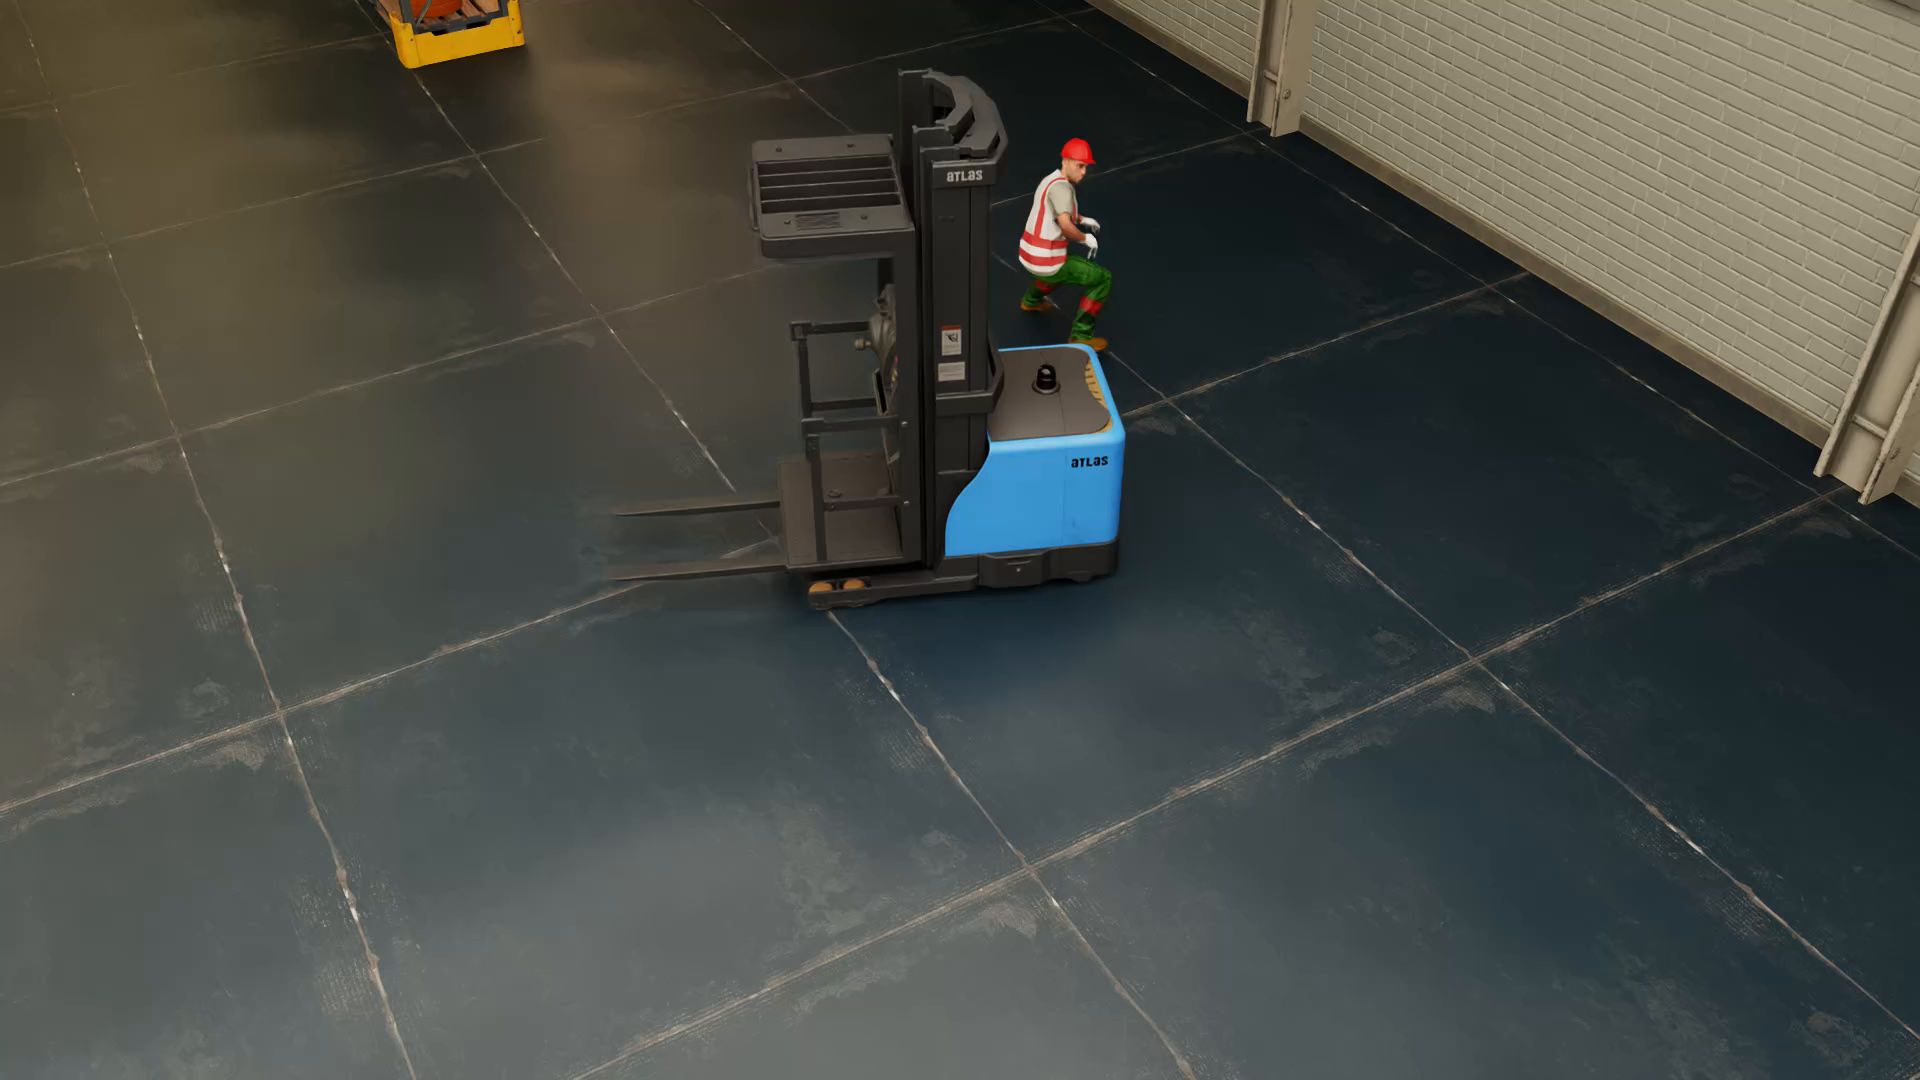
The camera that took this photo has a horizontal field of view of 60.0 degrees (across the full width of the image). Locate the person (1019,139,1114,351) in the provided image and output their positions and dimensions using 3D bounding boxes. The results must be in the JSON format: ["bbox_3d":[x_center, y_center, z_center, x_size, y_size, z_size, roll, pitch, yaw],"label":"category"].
[{"bbox_3d":[0.766,-2.081,11.707,0.775,1.536,0.898,-13,41,-15],"label":"person"}]

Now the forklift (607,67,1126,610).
[{"bbox_3d":[-0.604,-1.075,9.332,3.031,2.935,1.130,-5,40,-6],"label":"forklift"}]
